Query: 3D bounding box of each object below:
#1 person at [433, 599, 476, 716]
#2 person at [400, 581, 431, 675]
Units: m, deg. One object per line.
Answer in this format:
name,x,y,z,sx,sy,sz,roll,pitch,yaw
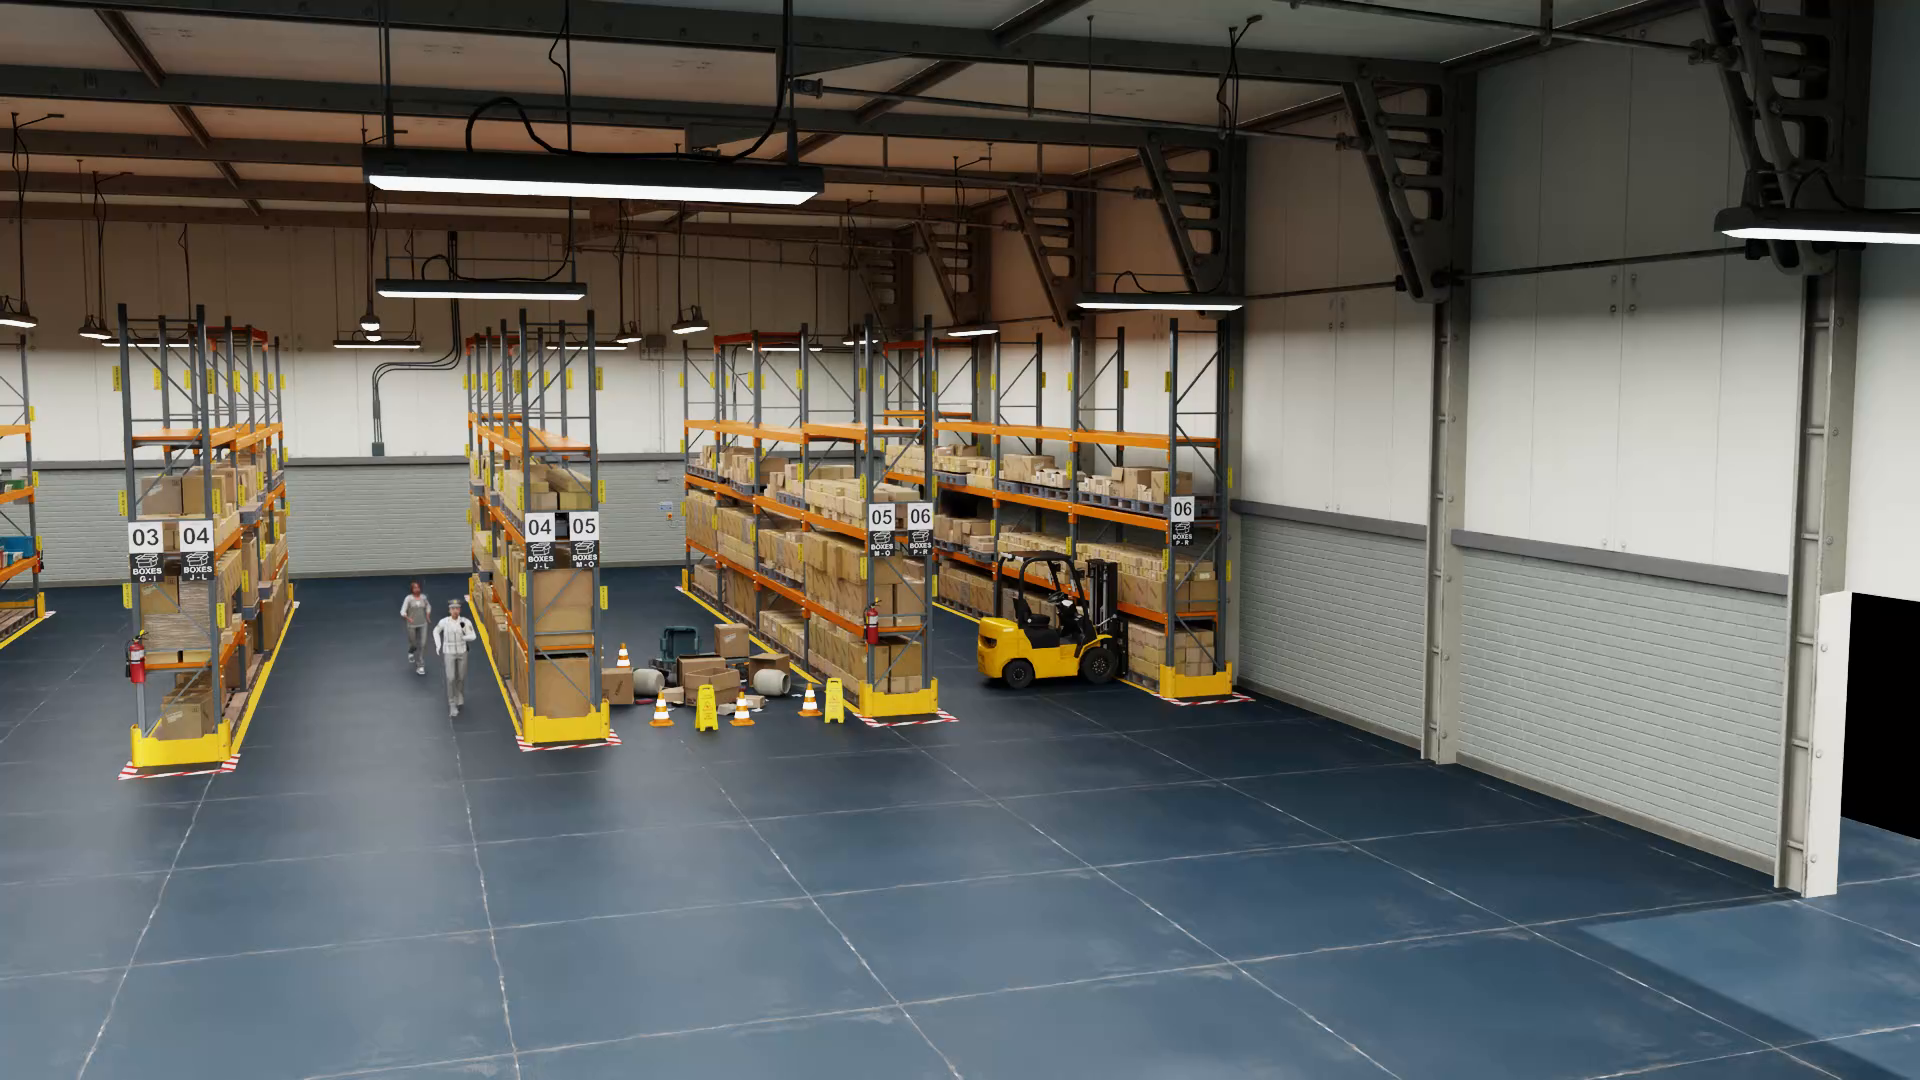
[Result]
person,-7.657,1.749,25.254,0.598,1.718,0.861,-2,6,-22
person,-9.385,1.500,28.735,0.537,1.585,0.779,-3,6,-31
